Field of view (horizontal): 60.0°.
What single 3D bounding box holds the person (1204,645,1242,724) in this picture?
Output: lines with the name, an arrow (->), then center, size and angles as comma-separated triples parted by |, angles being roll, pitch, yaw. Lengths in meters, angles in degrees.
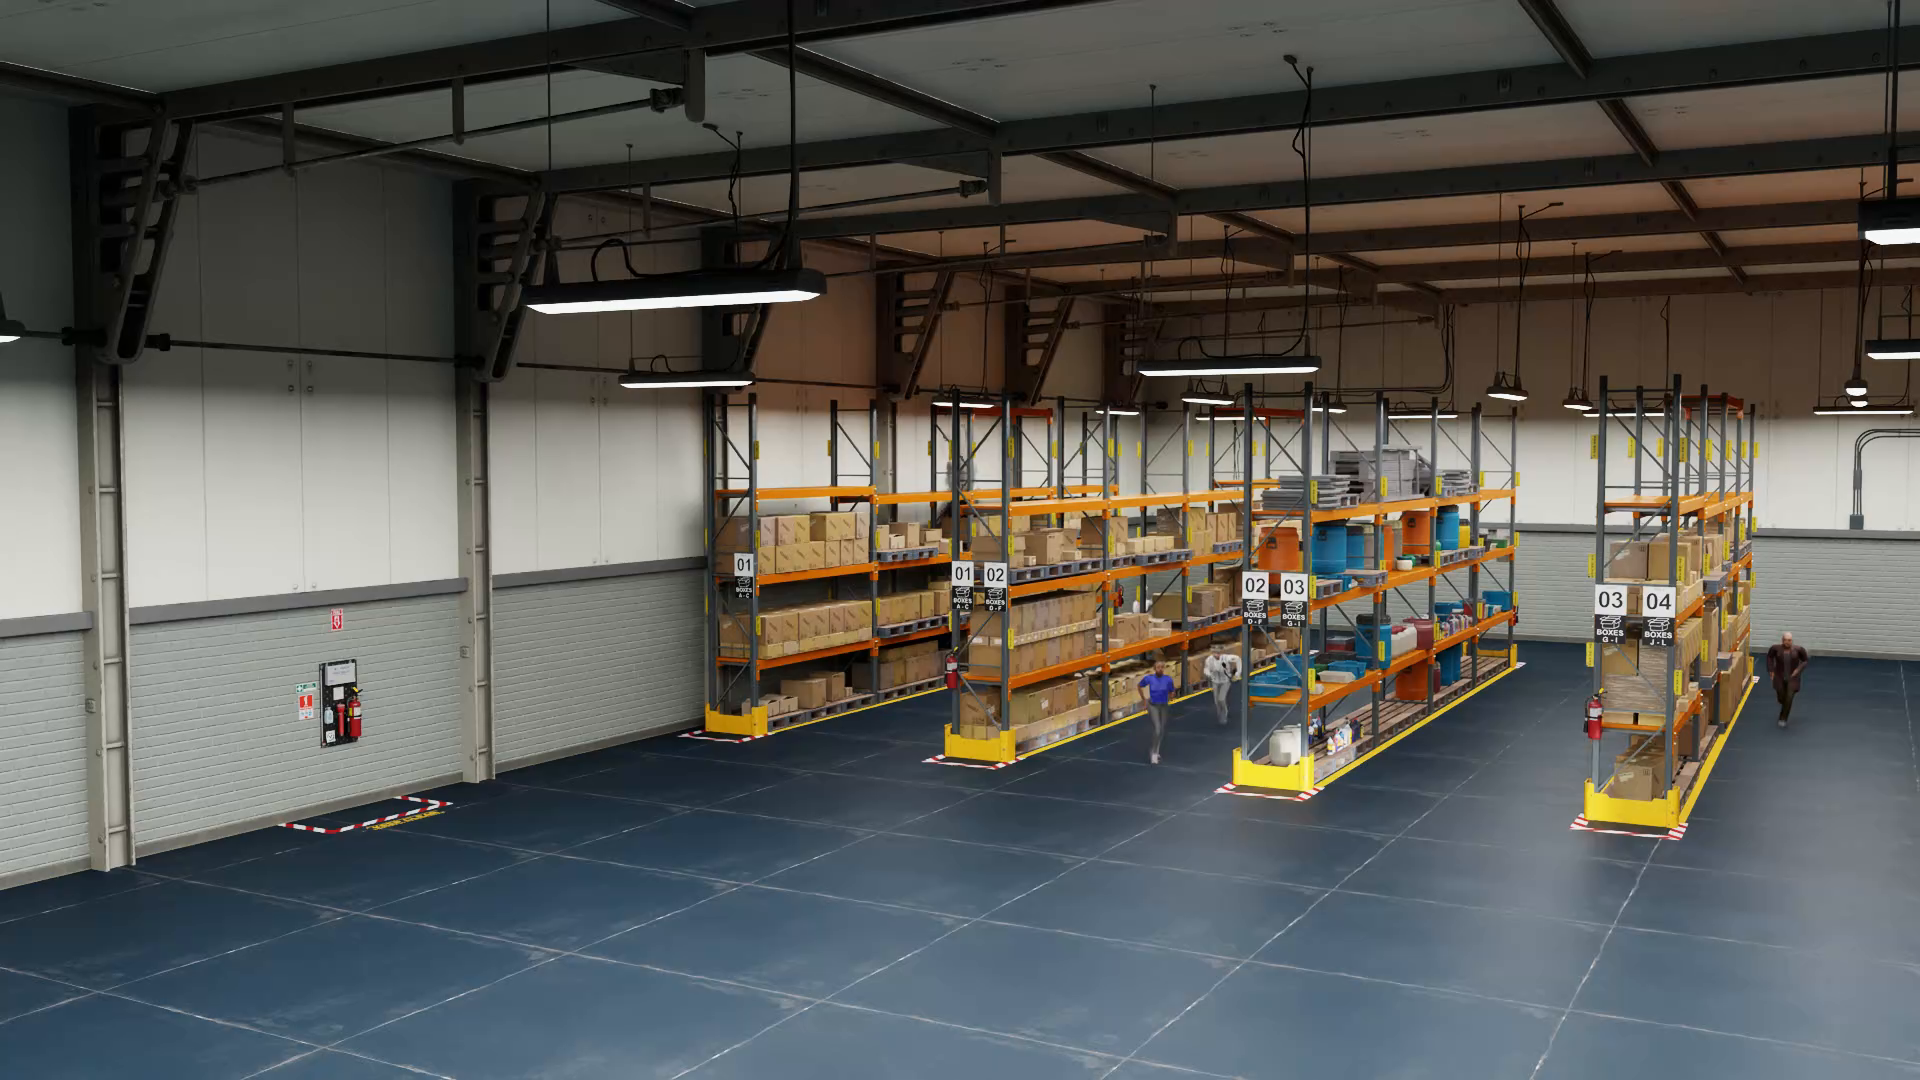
person -> 4.758, 2.613, 30.090 | 0.647, 1.498, 0.884 | 1, 3, 24

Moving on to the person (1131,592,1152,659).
person -> 4.326, 2.026, 39.064 | 0.685, 1.756, 0.679 | 2, 4, 34

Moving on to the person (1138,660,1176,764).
person -> 3.172, 2.767, 26.616 | 0.577, 1.677, 0.760 | 0, 3, -9

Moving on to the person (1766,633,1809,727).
person -> 15.089, 2.531, 30.332 | 0.707, 1.719, 0.821 | 2, 3, 27
